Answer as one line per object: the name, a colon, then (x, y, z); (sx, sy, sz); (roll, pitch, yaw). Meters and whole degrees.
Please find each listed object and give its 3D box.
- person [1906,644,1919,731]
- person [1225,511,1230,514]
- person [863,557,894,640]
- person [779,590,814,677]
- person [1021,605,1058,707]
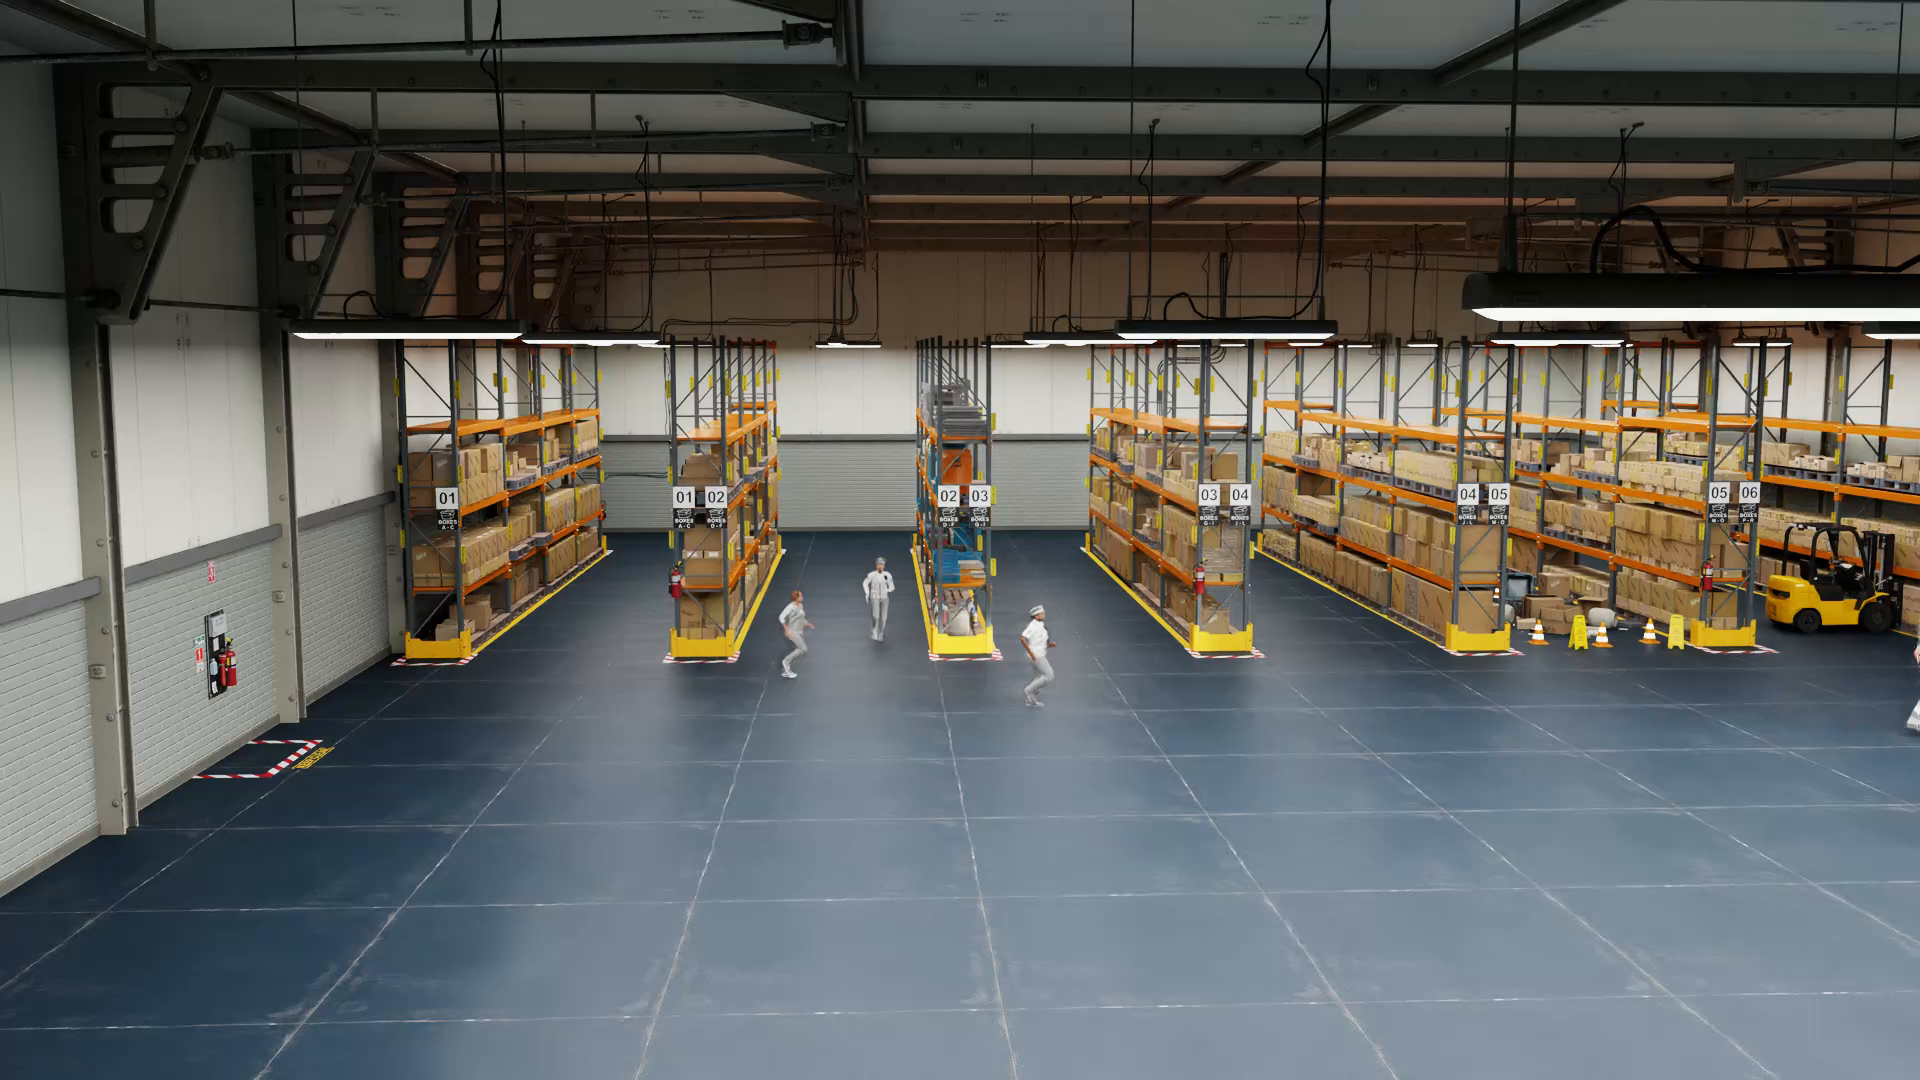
person: (14.519, 2.036, 24.697); (0.735, 1.817, 0.641); (4, 8, 32)
person: (7.716, -0.552, 48.669); (0.500, 1.529, 0.770); (-5, 8, -39)
person: (-1.583, 1.169, 32.733); (0.593, 1.660, 0.624); (-1, 7, -10)
person: (-2.859, 1.644, 29.134); (0.626, 1.551, 0.521); (2, 7, 20)
person: (1.293, 1.864, 26.732); (0.560, 1.659, 0.577); (1, 7, 12)
